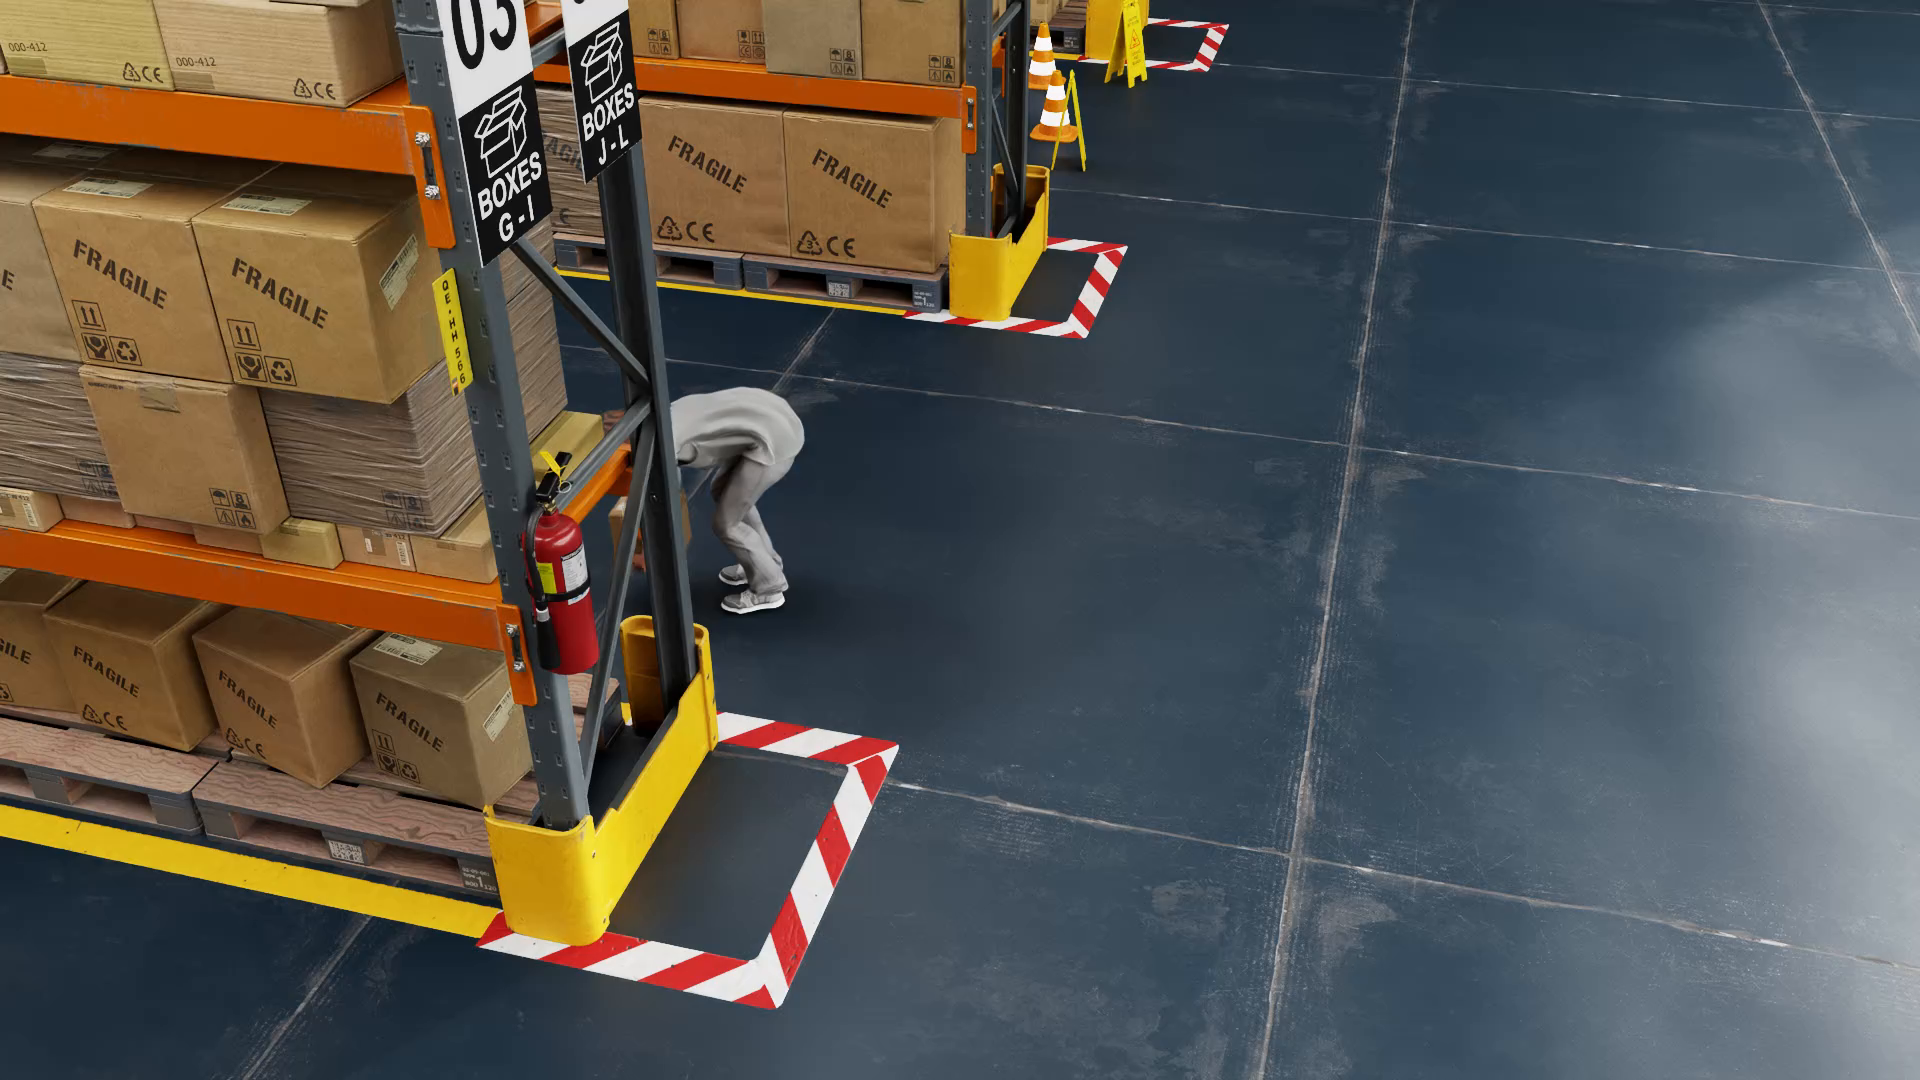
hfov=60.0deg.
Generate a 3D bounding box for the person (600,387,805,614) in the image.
[{"bbox_3d":[-1.073,-0.171,6.973,0.871,0.979,0.398,-2,33,-3],"label":"person"}]
